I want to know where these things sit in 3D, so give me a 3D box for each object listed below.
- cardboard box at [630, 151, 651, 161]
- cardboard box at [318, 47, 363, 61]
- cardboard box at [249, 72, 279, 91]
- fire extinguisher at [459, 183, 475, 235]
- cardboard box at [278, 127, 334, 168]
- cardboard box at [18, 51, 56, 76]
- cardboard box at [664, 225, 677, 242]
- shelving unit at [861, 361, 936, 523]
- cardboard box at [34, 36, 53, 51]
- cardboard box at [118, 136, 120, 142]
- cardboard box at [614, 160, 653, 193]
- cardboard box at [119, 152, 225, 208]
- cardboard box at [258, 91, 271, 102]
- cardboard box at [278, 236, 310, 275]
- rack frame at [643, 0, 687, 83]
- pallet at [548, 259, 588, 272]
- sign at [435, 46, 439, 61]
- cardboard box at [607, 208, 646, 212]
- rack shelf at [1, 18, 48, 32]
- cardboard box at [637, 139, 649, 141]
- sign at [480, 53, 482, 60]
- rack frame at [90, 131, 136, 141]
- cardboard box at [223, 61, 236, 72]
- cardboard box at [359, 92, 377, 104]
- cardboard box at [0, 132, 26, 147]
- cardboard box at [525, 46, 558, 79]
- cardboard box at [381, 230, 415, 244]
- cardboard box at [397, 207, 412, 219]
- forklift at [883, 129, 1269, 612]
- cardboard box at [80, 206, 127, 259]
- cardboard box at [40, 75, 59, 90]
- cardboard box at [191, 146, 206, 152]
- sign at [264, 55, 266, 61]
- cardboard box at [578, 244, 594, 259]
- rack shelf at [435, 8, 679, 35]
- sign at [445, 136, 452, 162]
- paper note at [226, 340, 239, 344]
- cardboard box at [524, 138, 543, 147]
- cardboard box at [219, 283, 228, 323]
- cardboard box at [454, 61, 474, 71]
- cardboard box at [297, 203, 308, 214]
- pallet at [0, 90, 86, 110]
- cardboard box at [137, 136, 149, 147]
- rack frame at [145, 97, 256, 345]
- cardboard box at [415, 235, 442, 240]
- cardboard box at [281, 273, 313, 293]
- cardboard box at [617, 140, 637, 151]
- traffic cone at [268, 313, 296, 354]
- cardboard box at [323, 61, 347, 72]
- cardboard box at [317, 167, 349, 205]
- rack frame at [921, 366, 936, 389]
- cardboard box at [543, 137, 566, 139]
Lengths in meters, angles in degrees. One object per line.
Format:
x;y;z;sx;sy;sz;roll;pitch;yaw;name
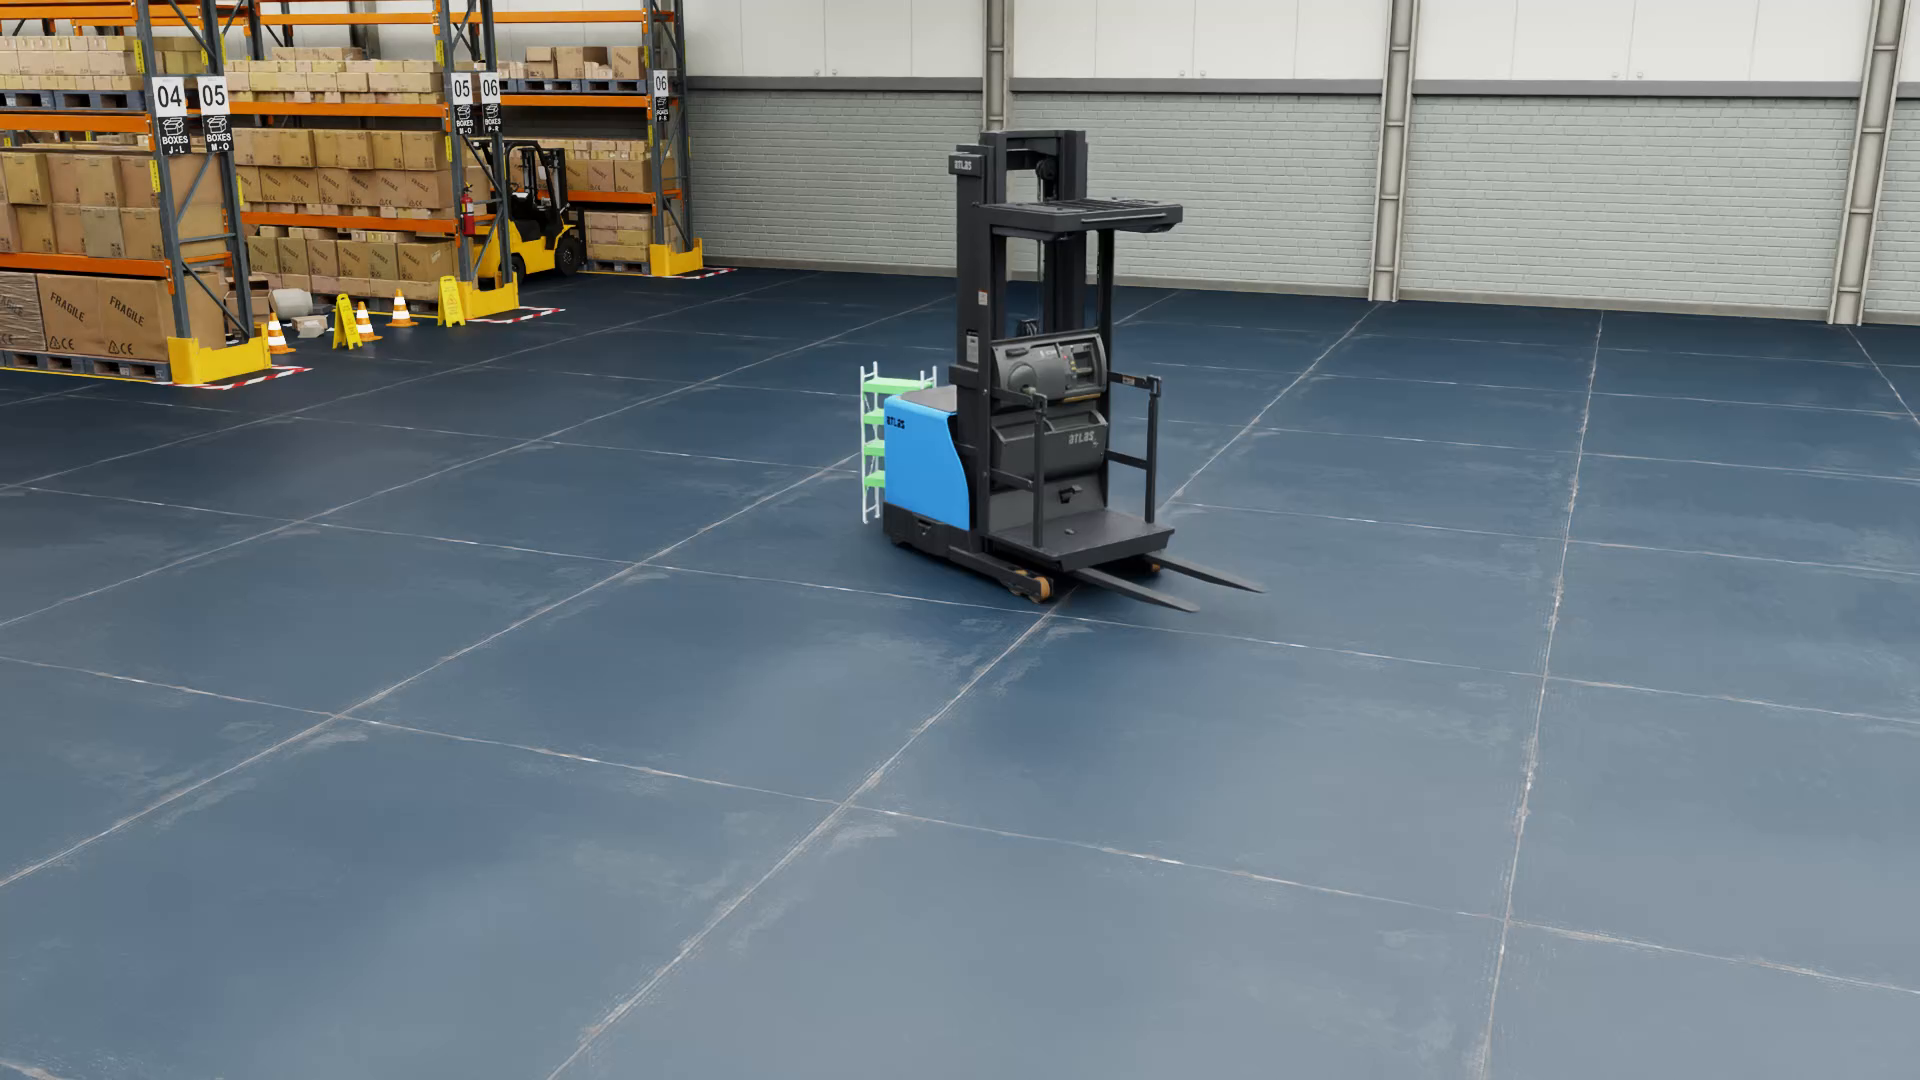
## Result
-5.104;-6.185;26.755;0.250;0.149;0.380;7;17;21;cardboard box
-10.590;-8.178;28.470;0.500;0.500;0.500;7;17;22;cardboard box
-9.426;-6.329;22.949;0.500;0.250;0.500;6;17;20;cardboard box
-6.559;-4.406;22.110;0.183;0.674;0.296;6;17;21;fire extinguisher
-8.964;-5.437;23.017;0.500;0.500;0.700;6;17;19;cardboard box
-9.708;-5.122;17.860;0.500;0.250;0.500;6;17;20;cardboard box
-5.040;-5.086;27.593;0.500;0.250;0.500;7;17;22;cardboard box
-0.456;-0.707;12.458;0.503;1.200;0.258;7;18;22;shelving unit
-9.600;-5.284;17.701;0.250;0.149;0.380;6;17;21;cardboard box
-14.992;-7.179;30.590;0.500;0.500;0.700;6;17;21;cardboard box
-5.233;-5.893;26.912;0.500;0.500;0.500;6;17;19;cardboard box
-8.550;-3.919;18.087;0.550;0.550;0.875;6;17;21;cardboard box
-9.524;-6.170;23.118;0.250;0.149;0.380;6;17;21;cardboard box
-9.266;-4.043;23.554;0.500;0.500;0.500;7;18;23;cardboard box
-4.679;-8.743;26.151;0.127;3.000;1.000;6;17;21;rack frame
-6.537;-4.716;28.039;1.213;0.211;1.003;6;17;21;pallet
-8.590;-7.970;27.374;0.005;0.325;0.100;6;17;21;sign
-5.523;-5.372;27.684;0.500;0.250;0.500;6;17;21;cardboard box
-15.799;-7.941;25.395;4.000;0.370;1.077;6;17;21;rack shelf
-5.137;-6.498;27.300;0.250;0.149;0.380;7;18;23;cardboard box
-8.198;-8.143;28.392;0.005;0.325;0.100;6;17;21;sign
-15.842;-7.090;31.215;0.127;3.000;1.000;6;17;21;rack frame
-10.044;-6.570;23.064;0.250;0.149;0.380;6;17;20;cardboard box
-7.870;-5.968;22.421;0.250;0.149;0.380;6;17;20;cardboard box
-14.516;-5.906;25.165;0.500;0.500;0.500;6;17;19;cardboard box
-6.626;-7.785;27.111;0.637;0.503;0.797;7;18;22;cardboard box
-7.704;-4.162;22.800;0.250;0.149;0.380;7;18;22;cardboard box
-7.430;-4.466;22.627;0.250;0.149;0.380;6;17;20;cardboard box
0.734;-1.159;10.907;1.130;2.935;3.031;-12;20;-36;forklift
-9.100;-3.429;18.337;0.550;0.550;0.875;6;17;21;cardboard box
-9.600;-4.900;17.811;0.250;0.149;0.380;6;17;20;cardboard box
-10.732;-5.364;23.805;0.500;0.500;0.500;6;17;20;cardboard box
-10.026;-6.814;23.958;0.005;0.325;0.100;6;17;21;sign
-6.153;-4.817;27.563;0.500;0.250;0.500;6;17;21;cardboard box
-6.539;-8.410;27.011;4.000;0.370;1.077;6;17;21;rack shelf
-6.719;-5.141;21.857;0.005;0.325;0.100;6;17;21;sign
-9.016;-2.450;20.562;0.142;0.017;0.144;14;21;40;paper note
-6.985;-6.553;27.490;0.250;0.149;0.380;6;17;20;cardboard box
-9.933;-3.058;21.560;0.503;0.637;0.797;6;17;21;cardboard box
-6.752;-6.367;22.364;0.250;0.149;0.380;6;17;20;cardboard box
-9.053;-4.663;23.305;0.250;0.149;0.380;6;17;20;cardboard box
-10.052;-4.876;18.368;1.213;0.211;1.003;6;17;21;pallet
-11.640;-5.766;24.024;0.250;0.149;0.380;6;17;18;cardboard box
-8.219;-3.281;18.094;0.127;3.000;1.000;6;17;21;rack frame
-7.656;-4.025;23.491;0.500;0.500;0.500;6;17;19;cardboard box
-9.267;-3.683;23.658;0.500;0.250;0.500;7;18;24;cardboard box
-5.330;-6.364;26.838;0.250;0.149;0.380;6;17;21;cardboard box
-8.192;-2.485;19.903;0.334;0.463;0.336;6;17;21;traffic cone
-8.359;-6.384;22.423;0.250;0.149;0.380;7;18;22;cardboard box
-8.495;-4.911;22.996;0.500;0.500;0.500;6;17;21;cardboard box
-0.232;-0.680;12.365;0.015;1.200;0.240;7;18;22;rack frame
-6.813;-6.680;27.928;0.250;0.149;0.380;6;17;20;cardboard box
